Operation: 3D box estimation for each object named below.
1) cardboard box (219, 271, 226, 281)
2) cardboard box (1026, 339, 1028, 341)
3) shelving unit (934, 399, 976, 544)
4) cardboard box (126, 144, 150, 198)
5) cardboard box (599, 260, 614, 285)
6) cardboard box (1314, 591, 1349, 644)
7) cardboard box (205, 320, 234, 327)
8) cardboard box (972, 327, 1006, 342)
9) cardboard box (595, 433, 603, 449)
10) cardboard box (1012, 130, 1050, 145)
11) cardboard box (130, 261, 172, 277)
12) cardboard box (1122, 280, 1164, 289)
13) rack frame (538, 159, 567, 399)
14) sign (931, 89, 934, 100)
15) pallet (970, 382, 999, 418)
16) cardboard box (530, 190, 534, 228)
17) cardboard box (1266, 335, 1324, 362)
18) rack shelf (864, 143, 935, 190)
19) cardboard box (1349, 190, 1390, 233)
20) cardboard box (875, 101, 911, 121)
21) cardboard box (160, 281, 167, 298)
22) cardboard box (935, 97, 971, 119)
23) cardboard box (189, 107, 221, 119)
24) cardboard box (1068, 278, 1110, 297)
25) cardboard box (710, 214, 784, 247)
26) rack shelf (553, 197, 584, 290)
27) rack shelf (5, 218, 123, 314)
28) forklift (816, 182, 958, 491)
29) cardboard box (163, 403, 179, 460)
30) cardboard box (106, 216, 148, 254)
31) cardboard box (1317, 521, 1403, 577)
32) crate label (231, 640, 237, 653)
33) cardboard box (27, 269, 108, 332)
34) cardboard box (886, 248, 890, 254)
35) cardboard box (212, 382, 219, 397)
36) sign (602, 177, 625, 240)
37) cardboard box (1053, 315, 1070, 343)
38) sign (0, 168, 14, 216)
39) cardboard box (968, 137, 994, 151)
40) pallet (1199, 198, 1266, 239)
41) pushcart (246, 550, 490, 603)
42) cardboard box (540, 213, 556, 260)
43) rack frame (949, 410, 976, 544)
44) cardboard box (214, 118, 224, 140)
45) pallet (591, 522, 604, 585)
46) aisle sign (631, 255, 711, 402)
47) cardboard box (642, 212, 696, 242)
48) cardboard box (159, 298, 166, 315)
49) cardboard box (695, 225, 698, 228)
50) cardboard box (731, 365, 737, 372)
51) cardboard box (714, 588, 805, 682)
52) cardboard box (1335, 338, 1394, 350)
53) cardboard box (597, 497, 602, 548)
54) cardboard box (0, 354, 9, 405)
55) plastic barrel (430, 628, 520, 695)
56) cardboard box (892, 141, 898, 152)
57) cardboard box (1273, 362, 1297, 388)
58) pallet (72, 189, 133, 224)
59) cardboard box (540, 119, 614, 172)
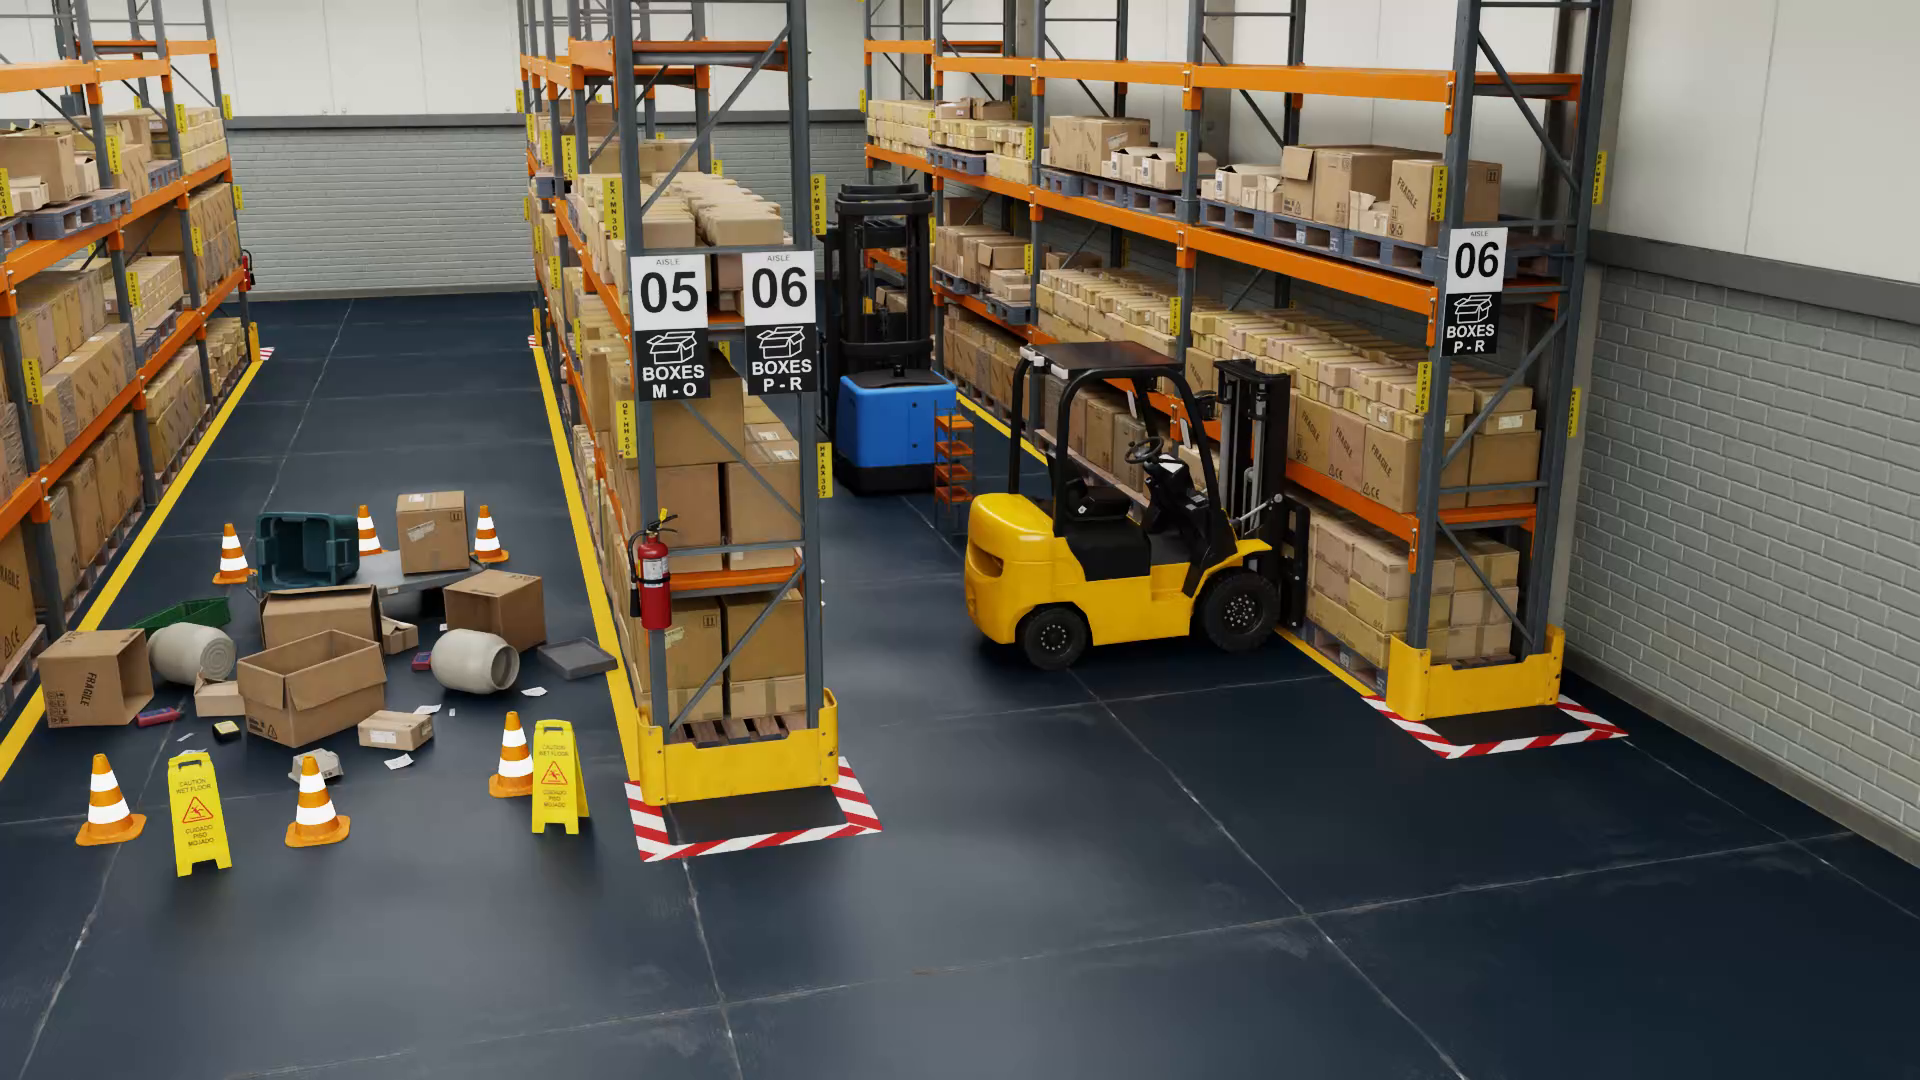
[{"bbox_3d":[-9.823,-3.478,21.755,0.380,0.149,0.250,-6,18,-18],"label":"cardboard box"},{"bbox_3d":[1.014,-2.387,20.173,0.380,0.149,0.250,-5,17,-15],"label":"cardboard box"},{"bbox_3d":[-0.046,-0.620,14.932,0.258,1.200,0.503,-5,17,-15],"label":"shelving unit"},{"bbox_3d":[-8.426,-3.677,16.590,0.500,0.500,0.500,-5,17,-15],"label":"cardboard box"},{"bbox_3d":[-2.140,-1.758,10.814,0.380,0.149,0.250,-5,17,-16],"label":"cardboard box"},{"bbox_3d":[2.903,0.535,12.007,0.500,0.250,0.500,-5,17,-15],"label":"cardboard box"},{"bbox_3d":[-10.034,-2.871,22.486,0.380,0.149,0.250,-4,17,-14],"label":"cardboard box"},{"bbox_3d":[0.361,-2.564,20.761,0.380,0.149,0.250,-5,17,-15],"label":"cardboard box"},{"bbox_3d":[-2.629,-0.818,12.897,0.380,0.149,0.250,-5,17,-16],"label":"cardboard box"},{"bbox_3d":[0.793,-4.471,18.459,0.380,0.149,0.250,-5,18,-17],"label":"cardboard box"},{"bbox_3d":[-8.896,-2.968,18.292,0.380,0.149,0.250,-5,18,-17],"label":"cardboard box"},{"bbox_3d":[1.872,-2.554,16.940,0.380,0.149,0.250,-5,17,-16],"label":"cardboard box"},{"bbox_3d":[-4.606,-3.263,20.602,1.000,3.000,0.127,-5,17,-15],"label":"rack frame"},{"bbox_3d":[-0.395,-6.662,25.164,0.100,0.325,0.005,-5,17,-15],"label":"sign"},{"bbox_3d":[0.764,-1.761,20.449,1.003,0.211,1.213,-5,17,-15],"label":"pallet"},{"bbox_3d":[-5.699,-4.599,23.136,0.500,0.500,0.500,-5,17,-17],"label":"cardboard box"},{"bbox_3d":[2.597,-1.483,12.858,0.380,0.149,0.250,-5,17,-15],"label":"cardboard box"},{"bbox_3d":[-0.384,-5.302,23.426,1.077,0.370,4.000,-5,17,-15],"label":"rack shelf"},{"bbox_3d":[2.874,-2.234,11.291,0.396,0.266,0.258,-5,17,-15],"label":"cardboard box"},{"bbox_3d":[-0.932,-6.225,24.123,0.500,0.250,0.500,-5,17,-16],"label":"cardboard box"},{"bbox_3d":[-8.750,-2.684,17.863,0.380,0.149,0.250,-6,18,-18],"label":"cardboard box"},{"bbox_3d":[-0.088,-5.452,20.970,0.396,0.266,0.258,-5,17,-16],"label":"cardboard box"},{"bbox_3d":[-10.063,-5.677,22.122,0.380,0.149,0.250,-5,17,-16],"label":"cardboard box"},{"bbox_3d":[1.323,-2.583,17.037,0.380,0.149,0.250,-4,17,-15],"label":"cardboard box"},{"bbox_3d":[-1.210,-1.757,9.423,0.380,0.149,0.250,-5,17,-16],"label":"cardboard box"},{"bbox_3d":[-2.957,-2.696,14.749,1.077,0.370,4.000,-5,17,-15],"label":"rack shelf"},{"bbox_3d":[-7.689,-2.276,13.353,1.077,0.370,4.000,-5,17,-15],"label":"rack shelf"},{"bbox_3d":[-0.913,-2.263,17.391,1.130,2.935,3.031,-5,17,-15],"label":"forklift"},{"bbox_3d":[-8.329,-1.096,17.003,0.500,0.500,0.500,-4,17,-15],"label":"cardboard box"},{"bbox_3d":[-9.727,-3.622,19.367,0.500,0.500,0.500,-5,18,-17],"label":"cardboard box"},{"bbox_3d":[2.891,0.056,11.864,0.500,0.250,0.500,-4,17,-14],"label":"cardboard box"},{"bbox_3d":[-5.415,0.798,12.057,0.250,0.136,0.298,11,20,32],"label":"crate label"},{"bbox_3d":[-8.125,-2.139,14.949,0.700,0.500,0.500,-5,17,-16],"label":"cardboard box"},{"bbox_3d":[-0.877,-4.319,24.553,0.380,0.149,0.250,-4,17,-14],"label":"cardboard box"},{"bbox_3d":[-9.129,-1.806,19.976,0.380,0.149,0.250,-5,18,-18],"label":"cardboard box"},{"bbox_3d":[-1.847,-1.766,8.865,0.100,0.325,0.005,-5,17,-15],"label":"sign"},{"bbox_3d":[1.285,-2.197,17.313,0.500,0.250,0.500,-5,17,-16],"label":"cardboard box"},{"bbox_3d":[-6.606,-2.398,11.470,0.100,0.325,0.005,-5,17,-15],"label":"sign"},{"bbox_3d":[0.312,-4.685,19.653,0.380,0.149,0.250,-4,17,-14],"label":"cardboard box"},{"bbox_3d":[2.623,-2.604,13.348,1.003,0.211,1.213,-5,17,-15],"label":"pallet"},{"bbox_3d":[-4.586,0.399,12.966,1.648,0.377,0.936,-12,20,-34],"label":"pushcart"},{"bbox_3d":[-4.762,-3.646,19.963,0.500,0.500,0.500,-4,17,-15],"label":"cardboard box"},{"bbox_3d":[0.022,-0.553,14.707,0.240,1.200,0.015,-5,17,-15],"label":"rack frame"},{"bbox_3d":[-10.066,-5.447,22.051,0.500,0.250,0.500,-5,18,-17],"label":"cardboard box"},{"bbox_3d":[-2.623,0.070,14.353,1.003,0.211,1.213,-5,17,-15],"label":"pallet"},{"bbox_3d":[-1.570,-1.149,9.045,0.394,0.787,0.004,-5,17,-15],"label":"aisle sign"},{"bbox_3d":[-1.719,-1.787,9.523,0.380,0.149,0.250,-4,17,-14],"label":"cardboard box"},{"bbox_3d":[-8.677,-2.471,17.670,0.380,0.149,0.250,-4,17,-13],"label":"cardboard box"},{"bbox_3d":[-1.485,-1.893,10.568,0.500,0.250,0.500,-4,17,-14],"label":"cardboard box"},{"bbox_3d":[-1.898,-0.996,12.362,0.500,0.500,0.500,-4,17,-13],"label":"cardboard box"},{"bbox_3d":[-1.271,0.561,10.616,0.500,0.500,0.500,-5,18,-17],"label":"cardboard box"},{"bbox_3d":[3.103,-1.451,12.751,0.380,0.149,0.250,-4,17,-14],"label":"cardboard box"},{"bbox_3d":[-2.554,-0.138,14.035,0.950,0.372,0.625,-4,17,-15],"label":"cardboard box"},{"bbox_3d":[-7.071,-1.115,11.314,0.875,0.550,0.550,-5,17,-15],"label":"cardboard box"},{"bbox_3d":[-3.332,0.838,11.426,0.512,0.421,0.421,7,18,23],"label":"plastic barrel"},{"bbox_3d":[-0.742,-5.541,23.408,0.380,0.149,0.250,-5,17,-15],"label":"cardboard box"},{"bbox_3d":[2.604,-1.264,12.646,0.380,0.149,0.250,-5,17,-16],"label":"cardboard box"},{"bbox_3d":[-8.011,-2.910,14.539,1.213,0.211,1.003,-4,17,-13],"label":"pallet"},{"bbox_3d":[-3.962,-4.101,17.274,0.700,0.500,0.500,-6,18,-18],"label":"cardboard box"}]
